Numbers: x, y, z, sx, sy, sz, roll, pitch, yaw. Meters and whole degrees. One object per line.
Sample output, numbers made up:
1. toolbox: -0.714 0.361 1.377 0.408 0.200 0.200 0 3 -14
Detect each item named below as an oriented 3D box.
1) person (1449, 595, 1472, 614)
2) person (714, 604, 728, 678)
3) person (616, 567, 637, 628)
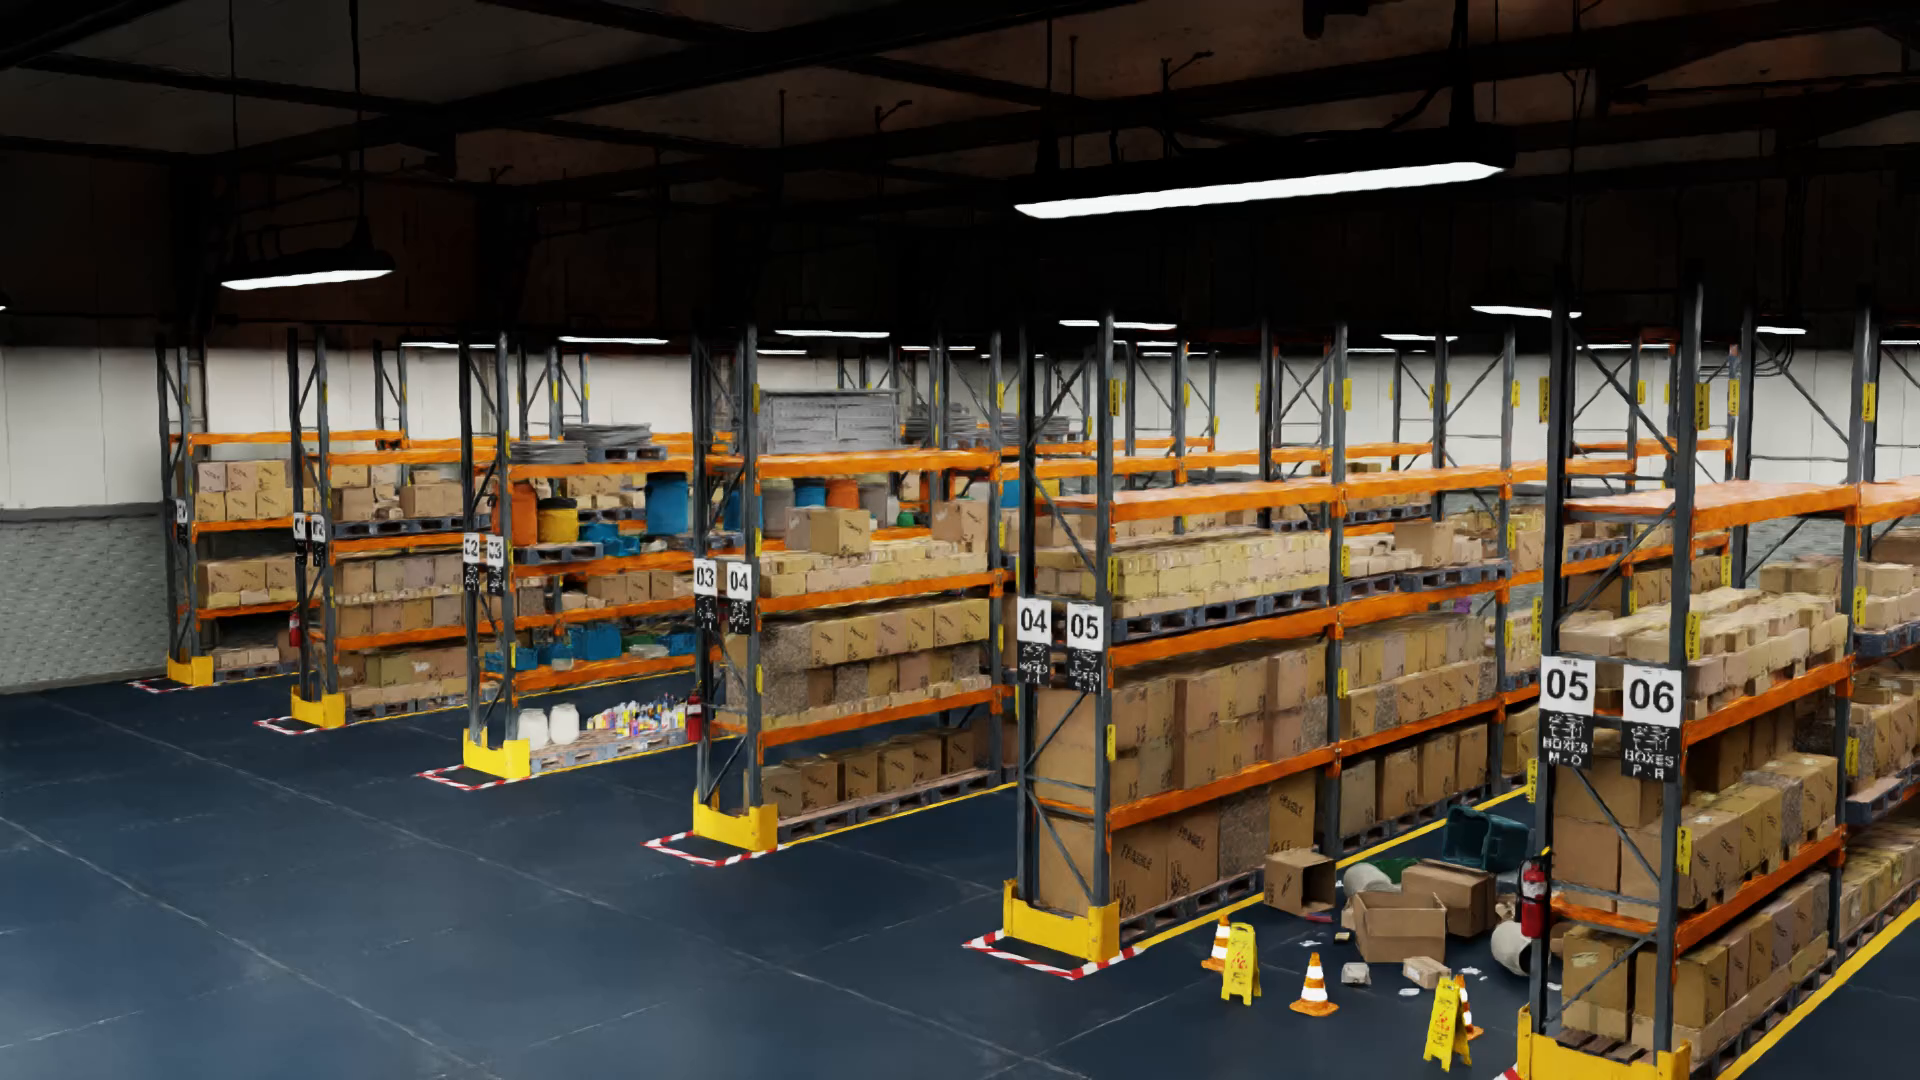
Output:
1. person: 9.312 1.471 30.913 0.501 1.579 0.509 -1 5 -9
2. person: -4.106 1.534 29.338 0.476 1.738 0.625 2 6 19
3. person: -6.817 1.208 33.555 0.442 1.587 0.997 4 6 34
